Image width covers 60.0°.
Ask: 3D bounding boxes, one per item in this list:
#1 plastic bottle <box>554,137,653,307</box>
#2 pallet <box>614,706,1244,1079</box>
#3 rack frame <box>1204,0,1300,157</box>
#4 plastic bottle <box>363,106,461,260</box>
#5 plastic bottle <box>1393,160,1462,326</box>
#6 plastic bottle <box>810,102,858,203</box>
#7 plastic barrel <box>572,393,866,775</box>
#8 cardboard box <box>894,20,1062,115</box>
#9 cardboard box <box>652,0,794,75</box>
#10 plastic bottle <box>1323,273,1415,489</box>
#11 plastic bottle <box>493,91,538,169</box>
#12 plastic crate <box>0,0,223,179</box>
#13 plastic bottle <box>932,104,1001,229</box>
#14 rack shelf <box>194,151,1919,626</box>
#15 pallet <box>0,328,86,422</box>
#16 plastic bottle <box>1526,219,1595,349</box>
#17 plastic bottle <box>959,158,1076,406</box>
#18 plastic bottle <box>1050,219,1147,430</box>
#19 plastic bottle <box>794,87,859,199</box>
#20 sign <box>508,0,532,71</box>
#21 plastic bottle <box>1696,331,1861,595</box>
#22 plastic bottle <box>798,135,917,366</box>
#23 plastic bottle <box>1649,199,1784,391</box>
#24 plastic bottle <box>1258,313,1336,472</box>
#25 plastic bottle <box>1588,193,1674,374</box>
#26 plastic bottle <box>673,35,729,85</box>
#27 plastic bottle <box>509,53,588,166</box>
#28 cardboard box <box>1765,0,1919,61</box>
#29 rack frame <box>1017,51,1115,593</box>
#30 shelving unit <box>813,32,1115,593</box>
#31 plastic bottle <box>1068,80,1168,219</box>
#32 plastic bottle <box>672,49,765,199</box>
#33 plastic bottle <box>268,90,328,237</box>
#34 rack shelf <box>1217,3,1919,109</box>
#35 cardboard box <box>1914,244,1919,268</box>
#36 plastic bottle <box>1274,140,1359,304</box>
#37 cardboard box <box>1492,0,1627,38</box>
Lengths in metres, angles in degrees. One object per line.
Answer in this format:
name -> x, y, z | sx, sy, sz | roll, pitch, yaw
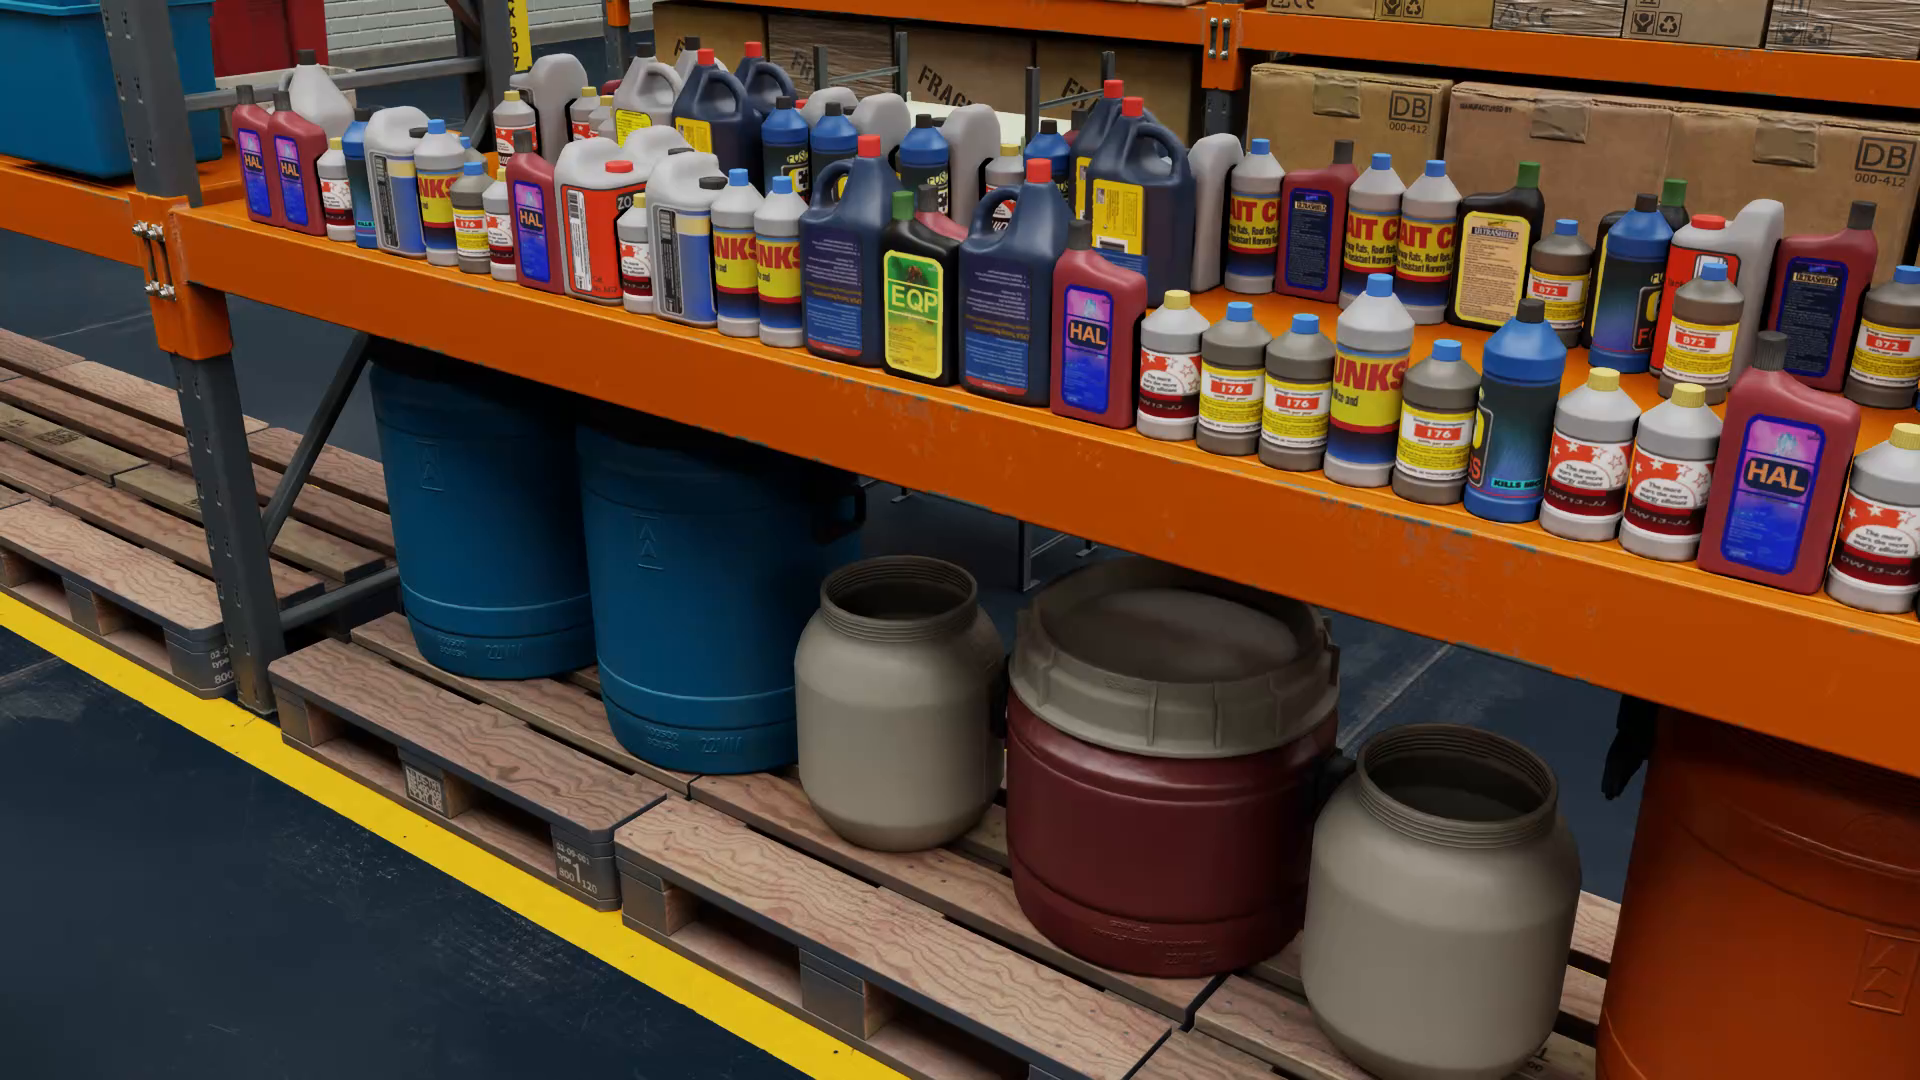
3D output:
plastic bottle -> -0.626, -0.578, 2.995 | 0.135, 0.276, 0.152 | 17, 29, 33
pallet -> 0.064, 0.678, 3.450 | 1.213, 0.211, 1.003 | 17, 29, 33
rack frame -> 1.462, -2.691, 7.638 | 0.127, 3.000, 1.000 | 17, 29, 33
plastic bottle -> -1.074, -0.713, 3.302 | 0.135, 0.276, 0.152 | 17, 29, 33
plastic bottle -> 0.801, -0.513, 2.853 | 0.097, 0.271, 0.097 | 0, 24, 0
plastic bottle -> -0.256, -0.756, 3.404 | 0.097, 0.271, 0.097 | 0, 24, 0
plastic barrel -> -0.517, -0.017, 3.649 | 0.708, 0.901, 0.600 | 17, 29, 33
cardboard box -> 0.261, -2.314, 8.896 | 0.875, 0.875, 0.875 | 17, 29, 33
cardboard box -> -1.179, -2.749, 9.884 | 0.875, 0.875, 0.875 | 17, 29, 33
plastic bottle -> 0.535, -0.211, 2.168 | 0.097, 0.271, 0.097 | 0, 24, 0
plastic bottle -> -1.060, -0.966, 3.970 | 0.097, 0.201, 0.097 | 0, 24, 0
plastic crate -> -2.087, -1.116, 4.008 | 0.575, 0.384, 0.392 | 17, 29, 33
plastic bottle -> -0.011, -0.746, 3.378 | 0.135, 0.276, 0.152 | 17, 29, 33
rack shelf -> 0.091, -0.370, 3.019 | 3.809, 0.124, 0.919 | 17, 29, 33
pallet -> -4.073, -0.572, 6.287 | 1.213, 0.211, 1.003 | 17, 29, 33
plastic bottle -> 0.986, -0.425, 2.740 | 0.097, 0.201, 0.097 | 0, 24, 0
plastic bottle -> 0.095, -0.392, 2.480 | 0.185, 0.351, 0.144 | 17, 29, 33
plastic bottle -> 0.198, -0.309, 2.376 | 0.133, 0.283, 0.061 | 17, 29, 33
plastic bottle -> -0.304, -0.835, 3.579 | 0.135, 0.276, 0.152 | 17, 29, 33
sign -> -1.178, -1.397, 4.357 | 0.005, 0.325, 0.100 | 17, 29, 33
plastic bottle -> 0.928, -0.088, 1.875 | 0.133, 0.283, 0.061 | 17, 29, 33
plastic bottle -> -0.159, -0.469, 2.655 | 0.185, 0.351, 0.144 | 17, 29, 33
plastic bottle -> 1.169, -0.390, 2.569 | 0.135, 0.276, 0.152 | 17, 29, 33
plastic bottle -> 0.457, -0.202, 2.236 | 0.097, 0.201, 0.097 | 0, 24, 0
plastic bottle -> 1.056, -0.405, 2.609 | 0.097, 0.271, 0.097 | 0, 24, 0
plastic bottle -> -0.577, -0.954, 3.756 | 0.185, 0.351, 0.144 | 17, 29, 33
plastic bottle -> -1.000, -1.045, 4.056 | 0.135, 0.276, 0.152 | 17, 29, 33
cardboard box -> 3.306, -2.056, 6.072 | 0.500, 0.500, 0.500 | 16, 28, 32
rack frame -> 0.298, -0.596, 4.743 | 0.023, 1.500, 0.400 | 17, 29, 33
shelving unit -> 0.005, -0.685, 4.944 | 0.755, 1.500, 0.431 | 17, 29, 33
plastic bottle -> 0.304, -0.687, 3.151 | 0.185, 0.351, 0.144 | 17, 29, 33
plastic bottle -> -0.516, -0.863, 3.549 | 0.185, 0.351, 0.144 | 17, 29, 33
plastic bottle -> -1.365, -0.781, 3.447 | 0.133, 0.283, 0.061 | 17, 29, 33
rack shelf -> 3.062, -1.878, 6.685 | 4.000, 0.370, 1.077 | 17, 29, 33
cardboard box -> 4.123, -1.117, 6.180 | 0.875, 0.875, 1.225 | 15, 28, 31
plastic bottle -> 0.642, -0.576, 2.981 | 0.133, 0.283, 0.061 | 17, 29, 33
cardboard box -> 2.483, -2.303, 6.632 | 0.500, 0.500, 0.500 | 16, 28, 32
